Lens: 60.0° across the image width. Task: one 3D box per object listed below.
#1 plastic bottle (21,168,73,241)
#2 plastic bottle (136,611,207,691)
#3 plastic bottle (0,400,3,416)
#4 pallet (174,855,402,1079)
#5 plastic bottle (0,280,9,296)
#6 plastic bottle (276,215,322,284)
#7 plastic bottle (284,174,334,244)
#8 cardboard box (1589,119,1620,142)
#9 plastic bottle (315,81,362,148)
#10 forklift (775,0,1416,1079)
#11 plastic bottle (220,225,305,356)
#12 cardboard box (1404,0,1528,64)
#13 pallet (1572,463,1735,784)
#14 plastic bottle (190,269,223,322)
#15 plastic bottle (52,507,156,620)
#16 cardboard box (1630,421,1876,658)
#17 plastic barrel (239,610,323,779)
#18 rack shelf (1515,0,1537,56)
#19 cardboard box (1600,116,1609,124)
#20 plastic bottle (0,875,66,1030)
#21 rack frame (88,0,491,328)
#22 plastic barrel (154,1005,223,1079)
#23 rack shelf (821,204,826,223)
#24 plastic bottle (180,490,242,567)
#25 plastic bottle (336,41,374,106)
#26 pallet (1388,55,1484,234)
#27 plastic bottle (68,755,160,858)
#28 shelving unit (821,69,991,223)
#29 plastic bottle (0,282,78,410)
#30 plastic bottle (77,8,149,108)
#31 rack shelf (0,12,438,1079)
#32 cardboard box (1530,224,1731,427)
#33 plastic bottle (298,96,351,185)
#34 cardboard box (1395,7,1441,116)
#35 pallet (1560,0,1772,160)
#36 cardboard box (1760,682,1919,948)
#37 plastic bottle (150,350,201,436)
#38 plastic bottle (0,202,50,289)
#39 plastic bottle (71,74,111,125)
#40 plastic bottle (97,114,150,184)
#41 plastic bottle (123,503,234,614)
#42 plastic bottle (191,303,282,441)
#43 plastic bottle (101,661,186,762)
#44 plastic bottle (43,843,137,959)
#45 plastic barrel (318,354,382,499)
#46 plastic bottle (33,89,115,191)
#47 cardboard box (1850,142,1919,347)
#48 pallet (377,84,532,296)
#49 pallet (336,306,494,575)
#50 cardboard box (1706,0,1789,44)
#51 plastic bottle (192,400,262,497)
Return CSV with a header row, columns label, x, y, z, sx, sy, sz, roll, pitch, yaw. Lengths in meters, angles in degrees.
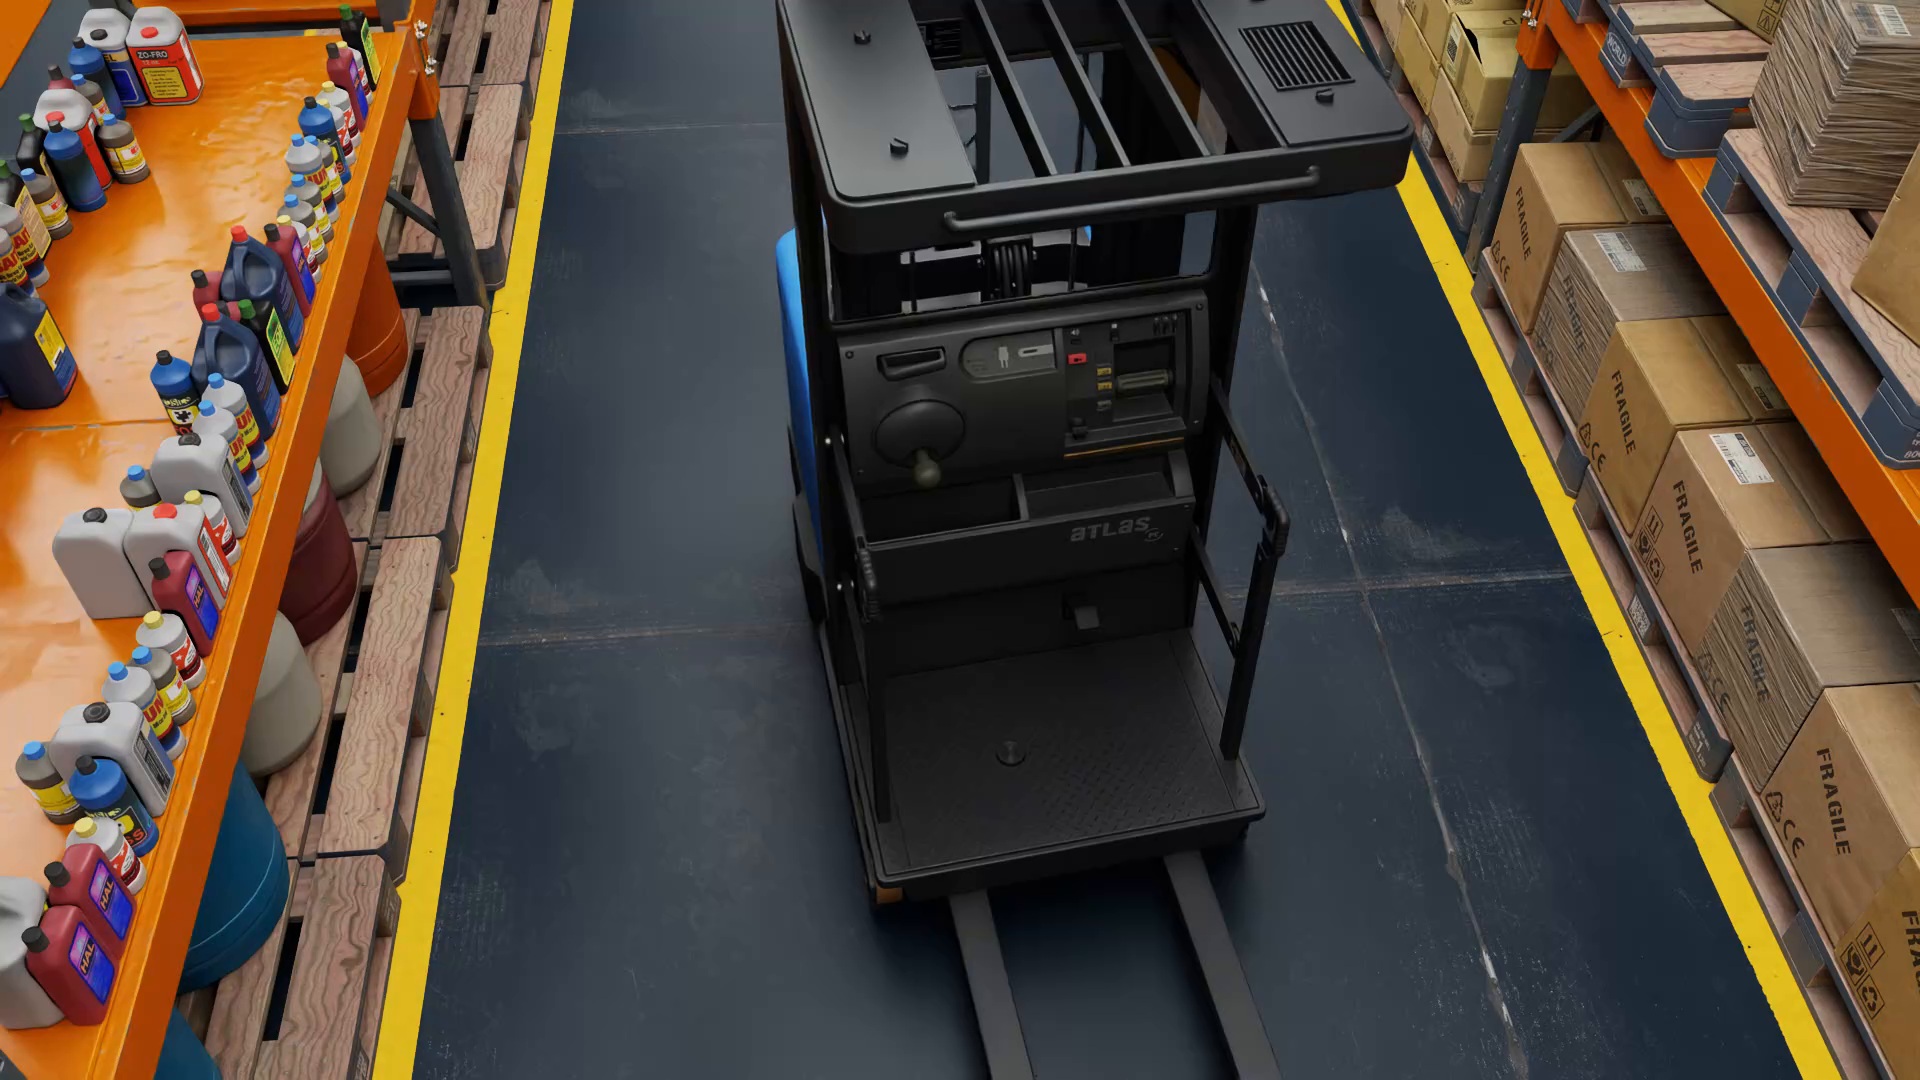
label,x,y,z,sx,sy,sz,roll,pitch,yaw
plastic bottle,-2.614,-0.963,4.733,0.097,0.201,0.097,0,47,0
plastic bottle,-1.714,0.233,3.601,0.097,0.201,0.097,0,47,0
plastic bottle,-2.521,-0.412,4.108,0.144,0.351,0.185,-3,47,-3
pallet,-2.049,1.412,4.268,1.003,0.211,1.213,-3,47,-3
plastic bottle,-2.595,-0.669,4.398,0.061,0.283,0.133,-3,47,-3
plastic bottle,-1.834,-0.801,4.579,0.097,0.201,0.097,0,47,0
plastic bottle,-1.850,-0.942,4.713,0.097,0.201,0.097,0,47,0
cardboard box,2.825,-1.775,6.969,0.500,0.250,0.500,-4,47,-3
plastic bottle,-1.891,-1.294,5.046,0.097,0.201,0.097,0,47,0
forklift,0.216,-0.274,3.991,1.130,2.935,3.031,-9,47,-8
plastic bottle,-1.834,-0.652,4.336,0.144,0.351,0.185,-3,47,-3
cardboard box,2.237,-2.310,7.090,0.500,0.311,0.500,-4,47,-4
pallet,2.700,0.203,5.412,1.003,0.211,1.213,-3,47,-3
plastic bottle,-1.934,-0.604,4.337,0.061,0.283,0.133,-3,47,-3
plastic bottle,-1.914,0.037,3.734,0.152,0.276,0.135,-3,47,-3
cardboard box,2.464,-0.005,5.107,0.500,0.500,0.500,-5,47,-5
plastic barrel,-2.072,0.404,4.726,0.421,0.512,0.421,0,47,0
rack shelf,2.408,-3.379,7.379,1.077,0.370,4.000,-3,47,-3
cardboard box,2.825,-1.967,6.766,0.500,0.311,0.500,-2,47,-2
plastic bottle,-1.735,0.727,3.030,0.144,0.351,0.185,-3,47,-3
rack frame,-2.360,-1.881,5.465,1.000,3.000,0.127,-3,47,-3
plastic barrel,-2.054,1.196,3.707,0.600,0.901,0.708,-3,47,-3
rack shelf,-0.261,-1.099,6.005,0.538,0.185,1.000,-9,47,-8
plastic bottle,-1.745,-0.032,3.851,0.097,0.201,0.097,0,47,0
plastic bottle,-1.910,-1.461,5.204,0.097,0.201,0.097,0,47,0
pallet,2.546,-1.818,7.326,1.003,0.211,1.213,-3,47,-3
plastic bottle,-1.678,0.517,3.283,0.097,0.271,0.097,0,47,0
shelving unit,-0.261,-1.222,5.875,0.538,1.500,1.048,-9,47,-8
plastic bottle,-2.381,-0.518,4.209,0.144,0.351,0.185,-3,47,-3
plastic bottle,-2.646,-1.505,5.195,0.152,0.276,0.135,-3,47,-3
rack shelf,-2.193,-0.186,4.356,1.077,0.370,4.000,-3,47,-3
cardboard box,2.379,-0.745,5.809,0.500,0.500,0.500,-5,47,-5
plastic bottle,-1.874,-1.177,4.888,0.097,0.271,0.097,0,47,0
cardboard box,2.242,-2.116,7.293,0.500,0.250,0.500,-4,47,-4
pallet,2.703,-1.627,5.357,1.213,0.211,1.003,-3,47,-3
cardboard box,2.551,0.726,4.415,0.500,0.500,0.500,-3,47,-3
plastic bottle,-1.924,-0.356,4.110,0.097,0.271,0.097,0,47,0
plastic bottle,-2.595,-0.820,4.549,0.097,0.271,0.097,0,47,0
plastic bottle,-2.656,-1.323,5.074,0.097,0.201,0.097,0,47,0
plastic bottle,-2.485,-1.166,4.925,0.097,0.201,0.097,0,47,0
plastic bottle,-1.762,0.028,3.743,0.152,0.276,0.135,-3,47,-3
plastic bottle,-1.807,-0.422,4.118,0.144,0.351,0.185,-3,47,-3
plastic bottle,-1.698,0.349,3.442,0.097,0.271,0.097,0,47,0
plastic bottle,-1.642,0.666,3.134,0.061,0.283,0.133,-3,47,-3
plastic barrel,-2.166,-0.413,5.500,0.421,0.512,0.421,0,47,0
plastic bottle,-2.608,-1.170,4.878,0.152,0.276,0.135,-3,47,-3
cardboard box,2.701,-0.738,4.025,0.700,0.500,0.500,-14,48,-13
pallet,-2.387,-1.485,7.011,1.003,0.211,1.213,-3,47,-3
pallet,-2.253,-0.354,5.940,1.003,0.211,1.213,-3,47,-3
cardboard box,2.741,-1.909,5.134,0.700,0.500,0.500,-18,49,-16
plastic bottle,-1.764,-0.224,3.984,0.097,0.271,0.097,0,47,0
